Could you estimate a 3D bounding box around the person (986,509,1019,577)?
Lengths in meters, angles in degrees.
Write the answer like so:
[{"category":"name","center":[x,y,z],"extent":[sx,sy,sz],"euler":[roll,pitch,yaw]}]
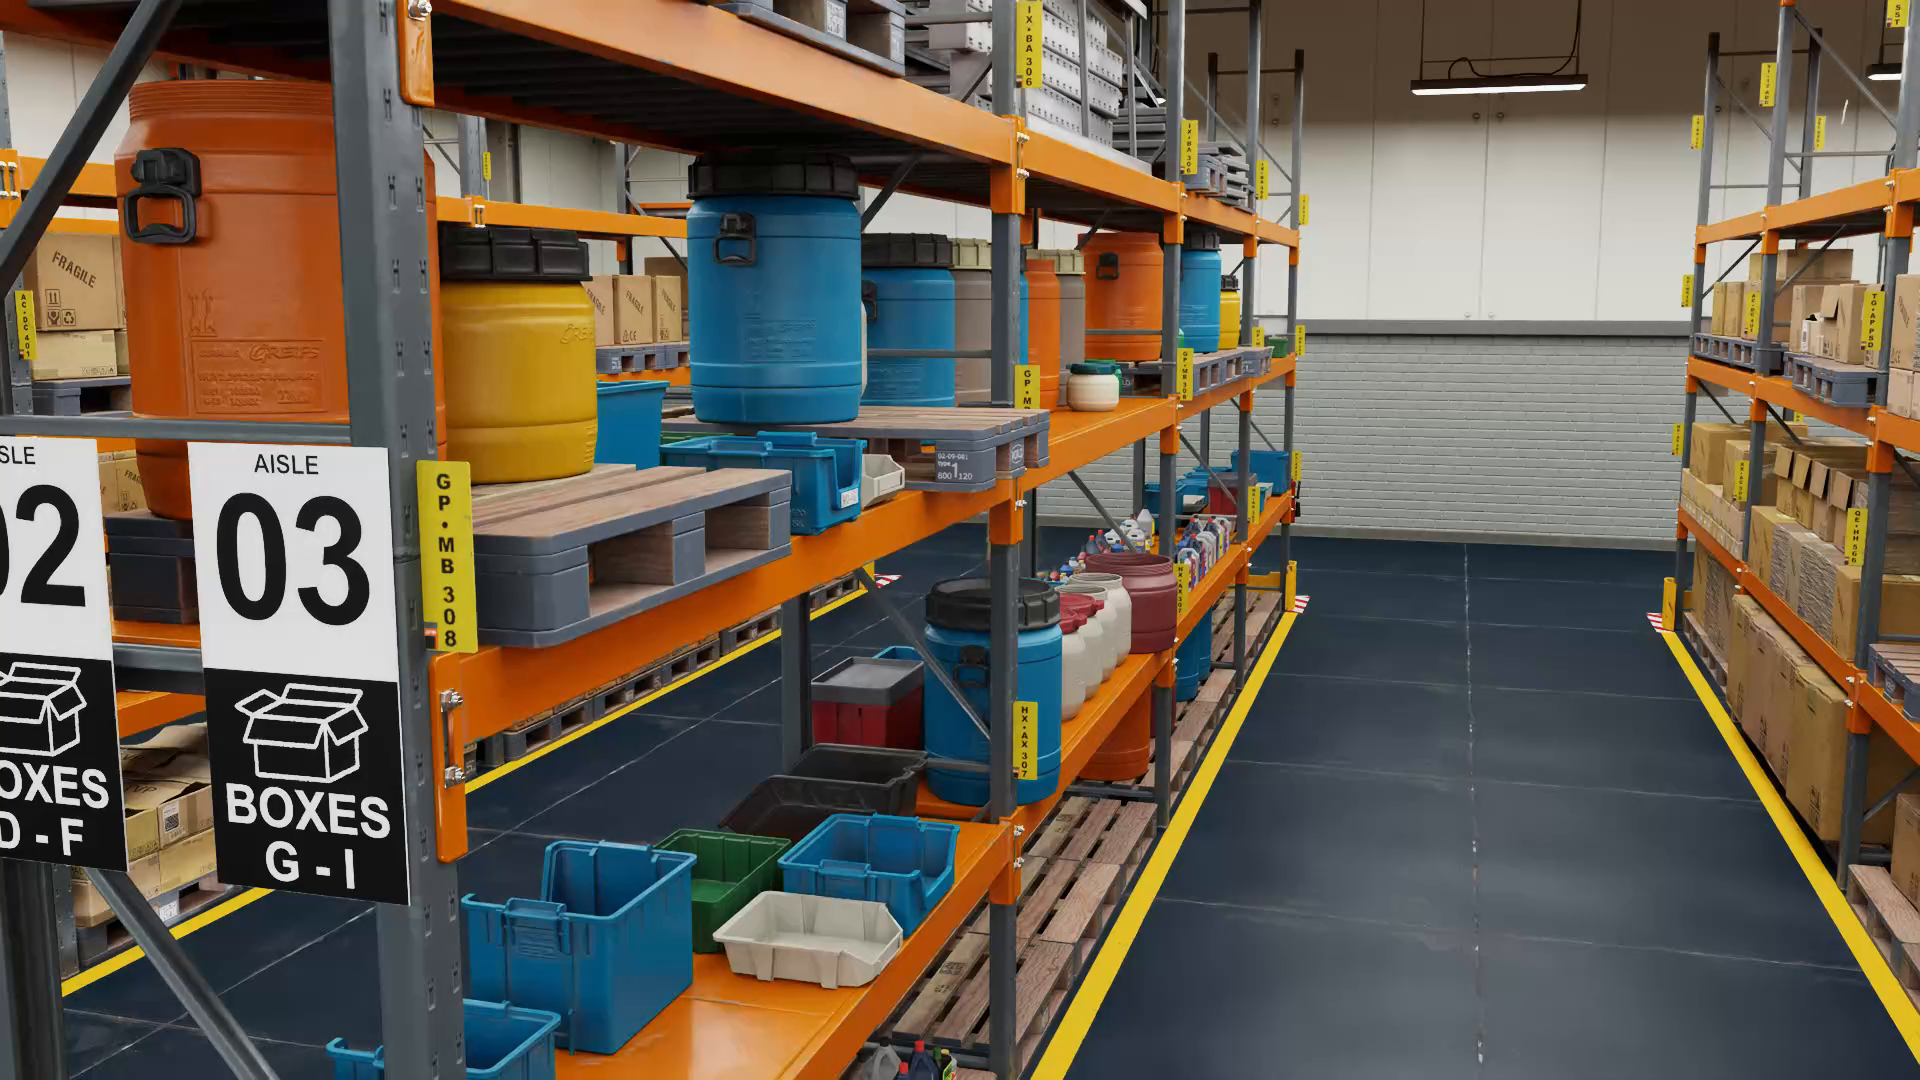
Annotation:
[{"category":"person","center":[0.492,0.109,16.986],"extent":[0.436,1.667,0.625],"euler":[-7,11,-40]}]
